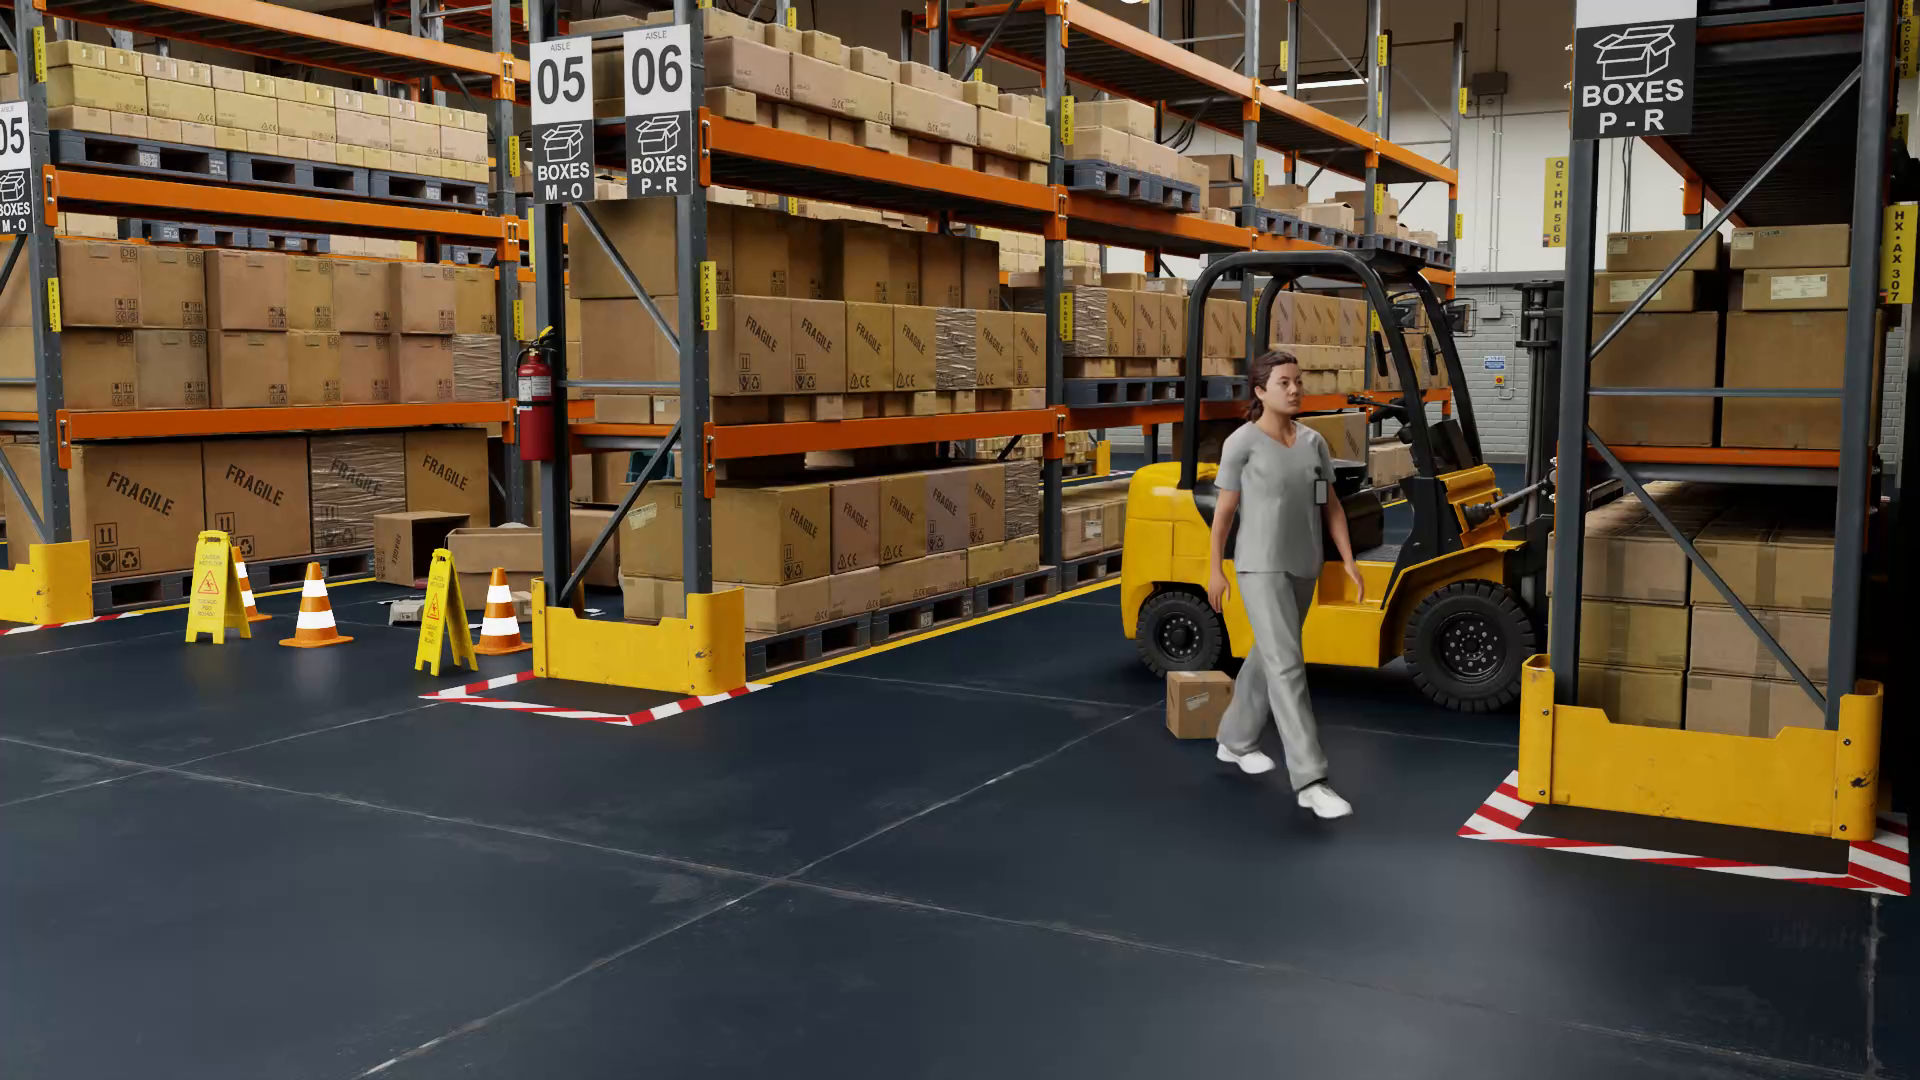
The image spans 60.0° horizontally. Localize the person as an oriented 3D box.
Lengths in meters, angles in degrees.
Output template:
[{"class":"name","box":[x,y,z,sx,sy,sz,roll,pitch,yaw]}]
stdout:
[{"class":"person","box":[1.191,0.088,6.120,0.453,1.557,0.846,-3,7,-27]}]
